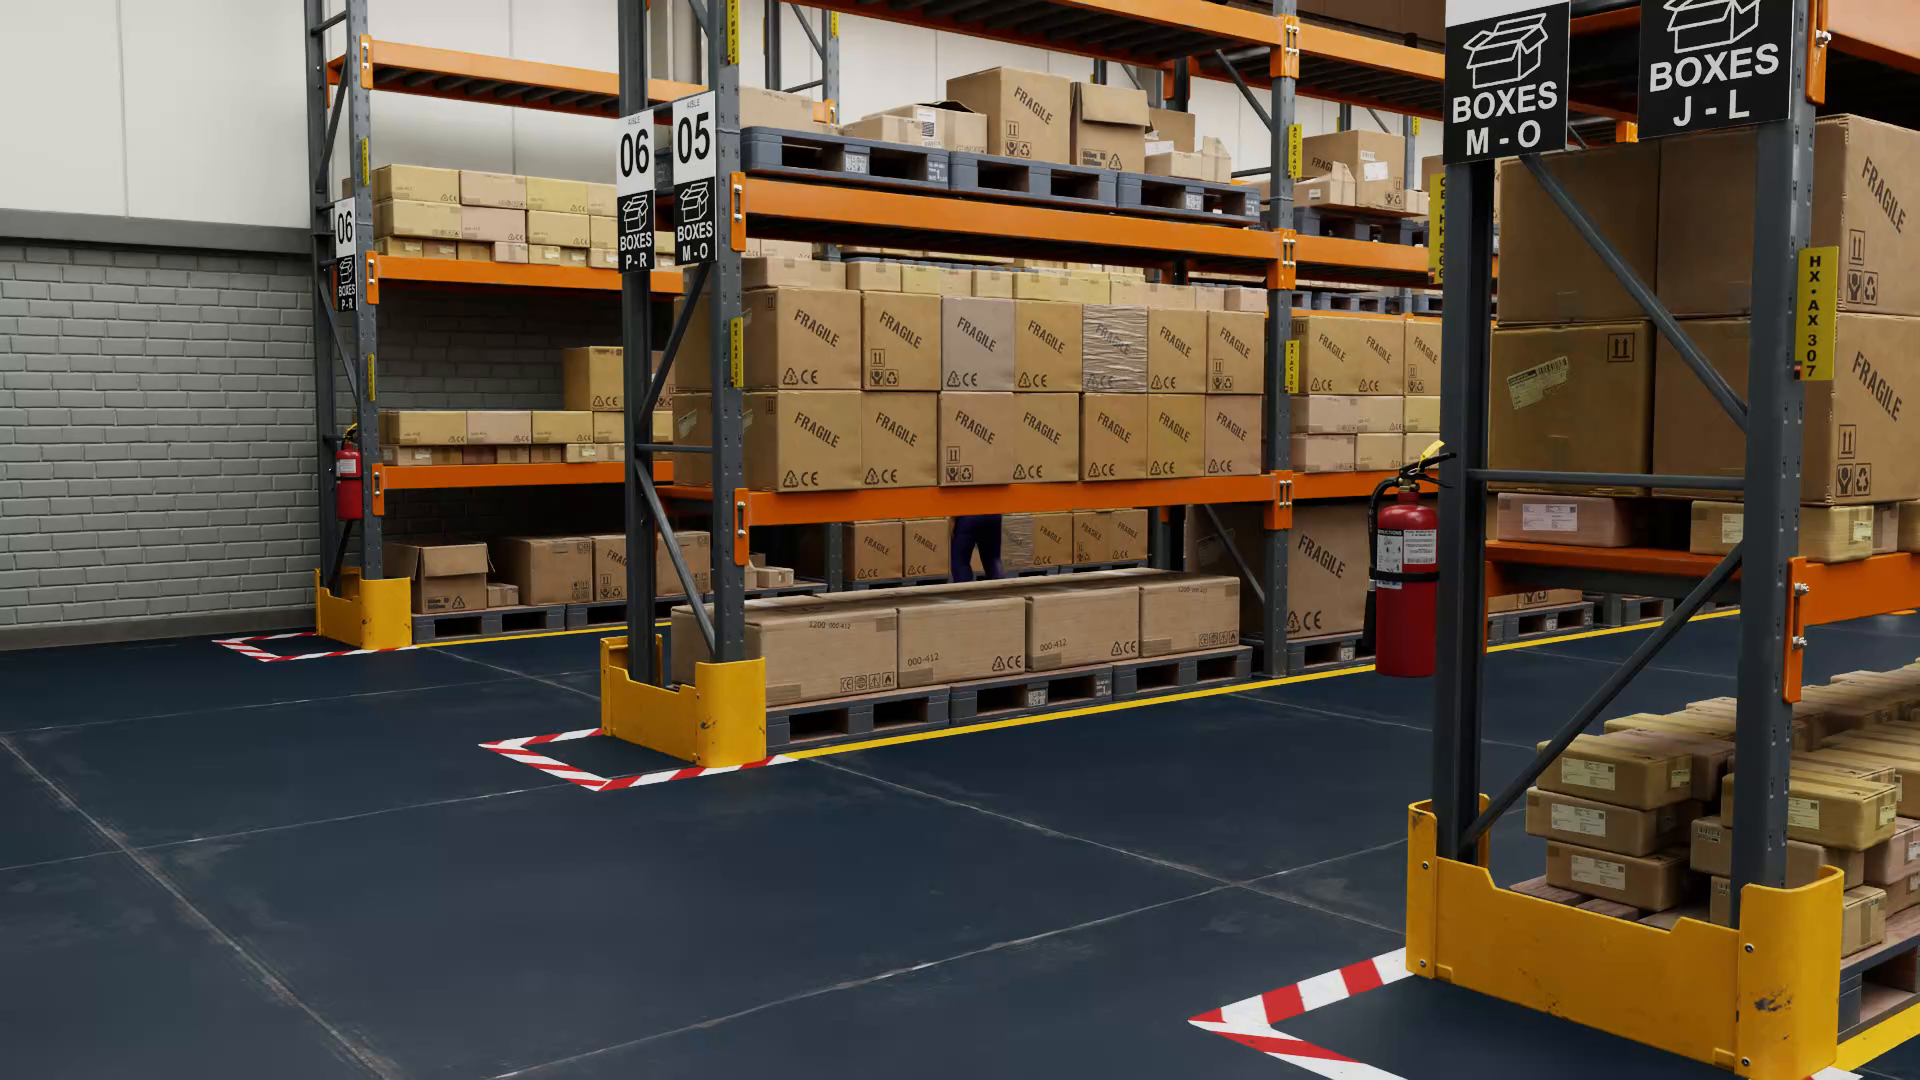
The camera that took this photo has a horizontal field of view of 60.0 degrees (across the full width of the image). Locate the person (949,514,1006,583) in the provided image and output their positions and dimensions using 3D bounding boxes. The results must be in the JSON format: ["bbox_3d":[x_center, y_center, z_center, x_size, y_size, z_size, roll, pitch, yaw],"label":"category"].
[{"bbox_3d":[0.154,-0.127,13.397,0.579,1.716,0.440,-3,6,-38],"label":"person"}]
